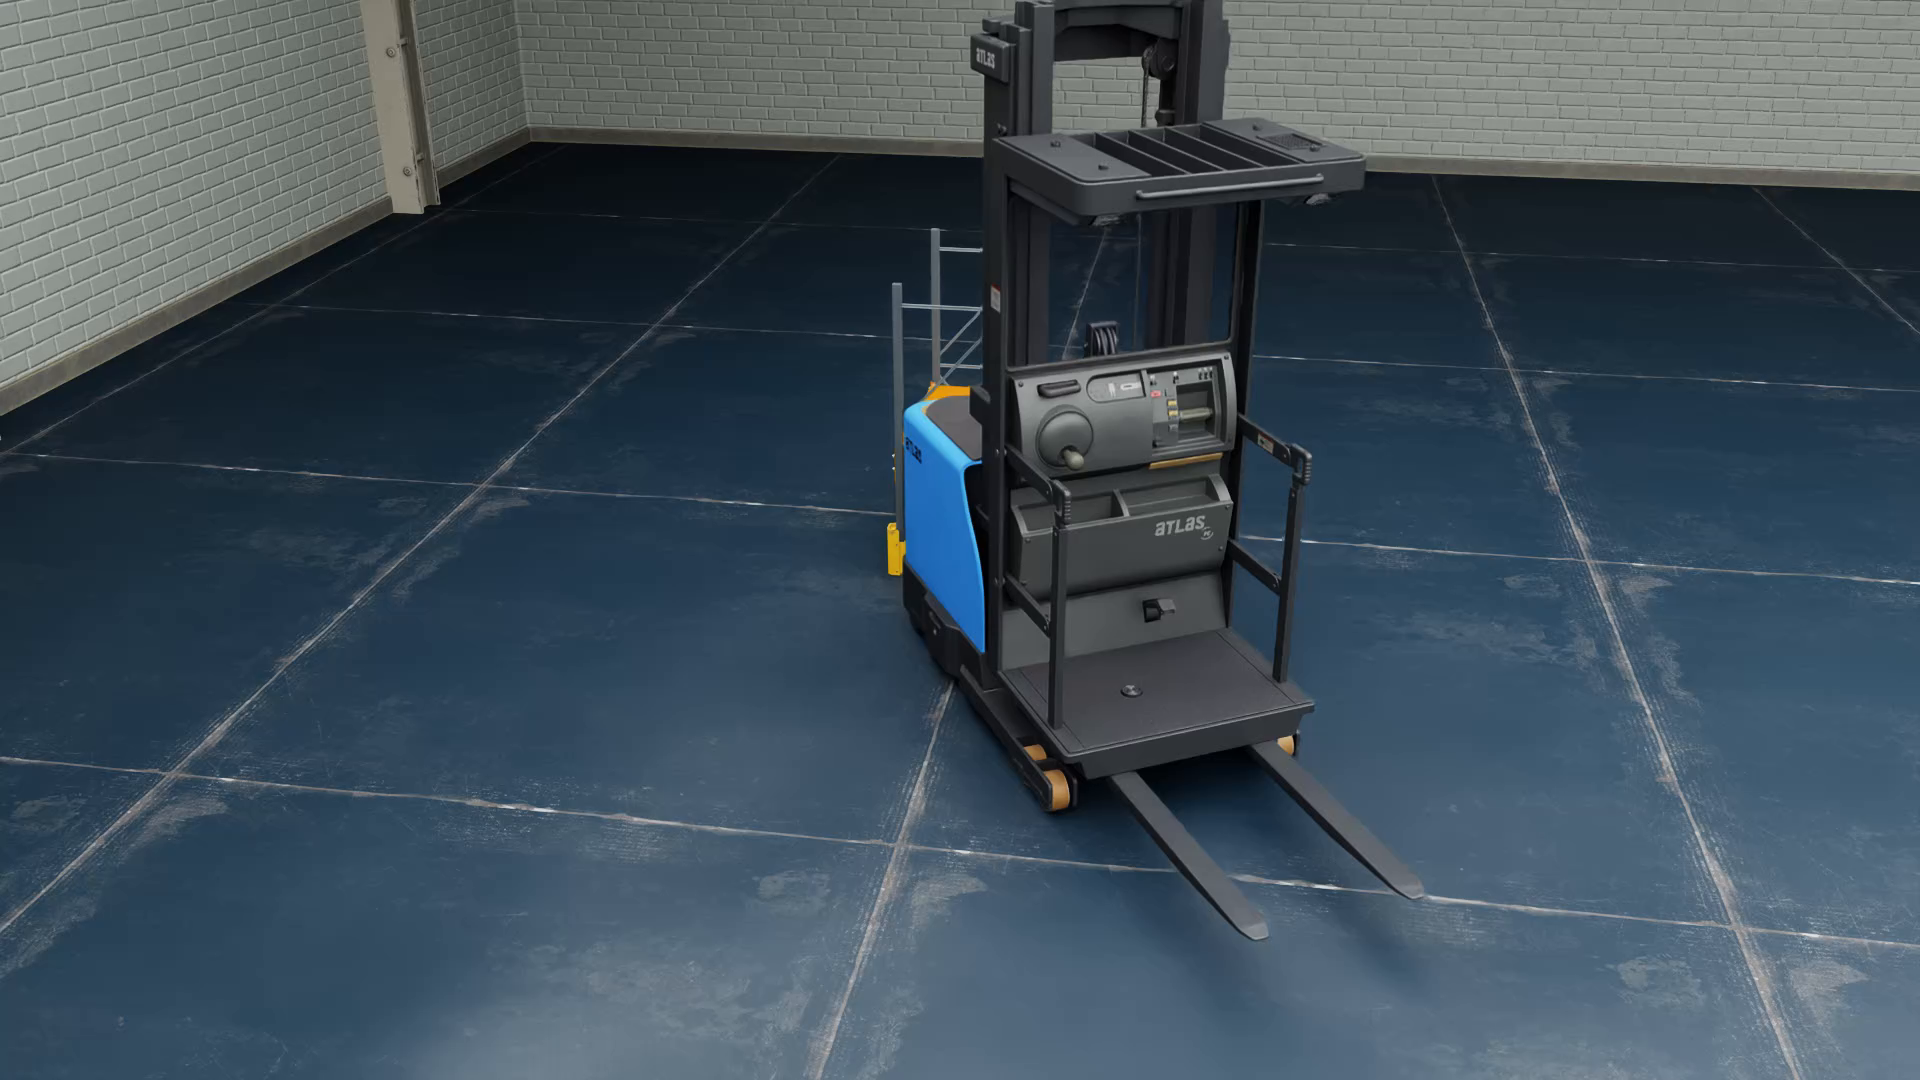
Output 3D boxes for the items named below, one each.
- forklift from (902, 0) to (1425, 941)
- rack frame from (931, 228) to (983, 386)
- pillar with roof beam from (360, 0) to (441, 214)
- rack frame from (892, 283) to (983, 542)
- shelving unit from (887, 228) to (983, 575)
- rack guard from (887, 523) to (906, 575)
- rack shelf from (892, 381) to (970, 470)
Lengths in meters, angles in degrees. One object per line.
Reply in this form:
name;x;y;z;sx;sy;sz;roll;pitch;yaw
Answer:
forklift;0.730;-0.468;6.292;1.130;2.935;3.031;-9;27;-19
rack frame;0.097;-0.928;8.962;0.500;1.500;0.032;4;25;9
pillar with roof beam;-0.748;-6.825;12.715;9.100;9.000;0.400;4;25;9
rack frame;-0.069;-0.502;8.054;0.500;1.500;0.032;4;25;9
shelving unit;0.012;-0.711;8.500;0.587;1.500;1.083;4;25;9
rack guard;-0.069;0.063;8.320;0.587;0.250;0.087;4;25;9
rack shelf;0.014;-0.552;8.585;0.538;0.185;1.000;4;25;9
